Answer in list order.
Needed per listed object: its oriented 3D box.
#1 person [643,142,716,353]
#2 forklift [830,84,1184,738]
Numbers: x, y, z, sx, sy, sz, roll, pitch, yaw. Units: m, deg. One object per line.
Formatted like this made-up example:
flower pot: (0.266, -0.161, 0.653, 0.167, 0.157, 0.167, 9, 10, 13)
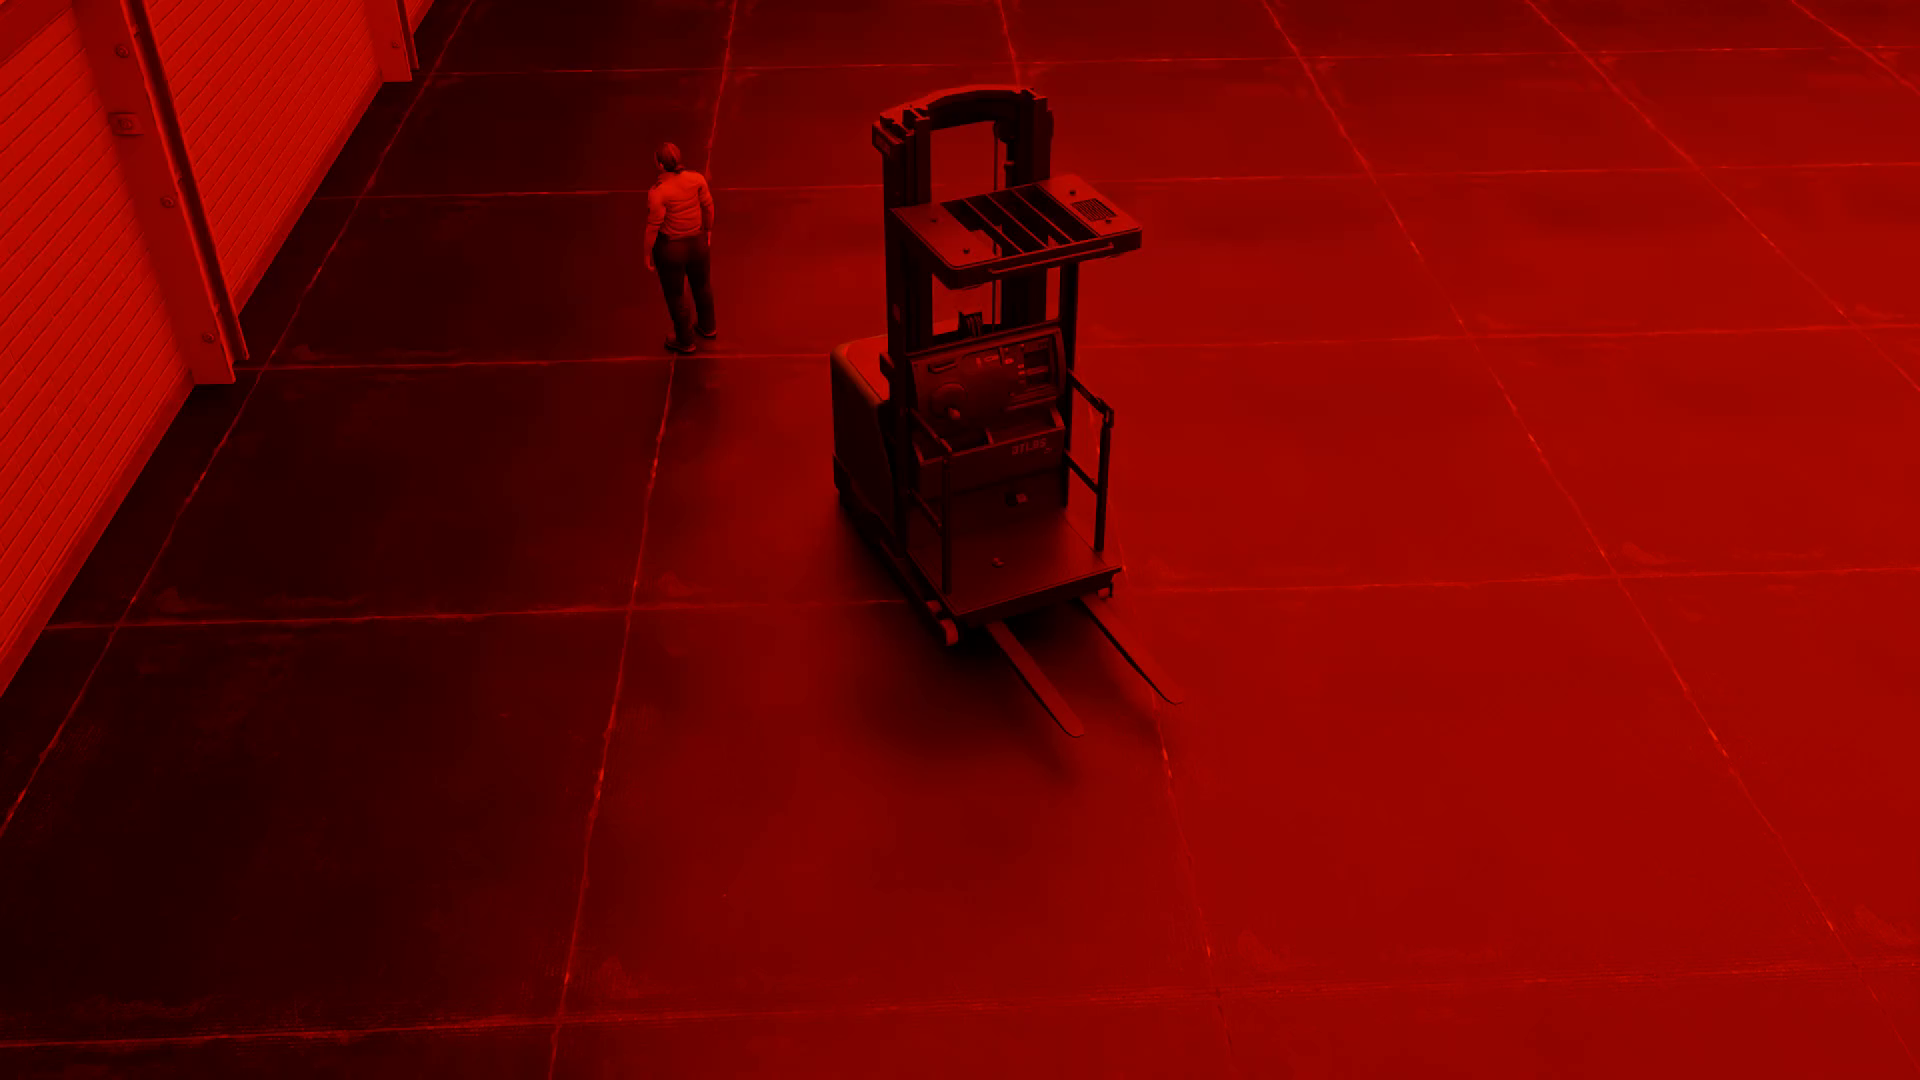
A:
person: (-2.055, -2.144, 12.032, 0.598, 1.651, 0.502, -25, 43, -30)
forklift: (0.258, -0.860, 9.192, 1.130, 2.935, 3.031, -15, 39, -20)
